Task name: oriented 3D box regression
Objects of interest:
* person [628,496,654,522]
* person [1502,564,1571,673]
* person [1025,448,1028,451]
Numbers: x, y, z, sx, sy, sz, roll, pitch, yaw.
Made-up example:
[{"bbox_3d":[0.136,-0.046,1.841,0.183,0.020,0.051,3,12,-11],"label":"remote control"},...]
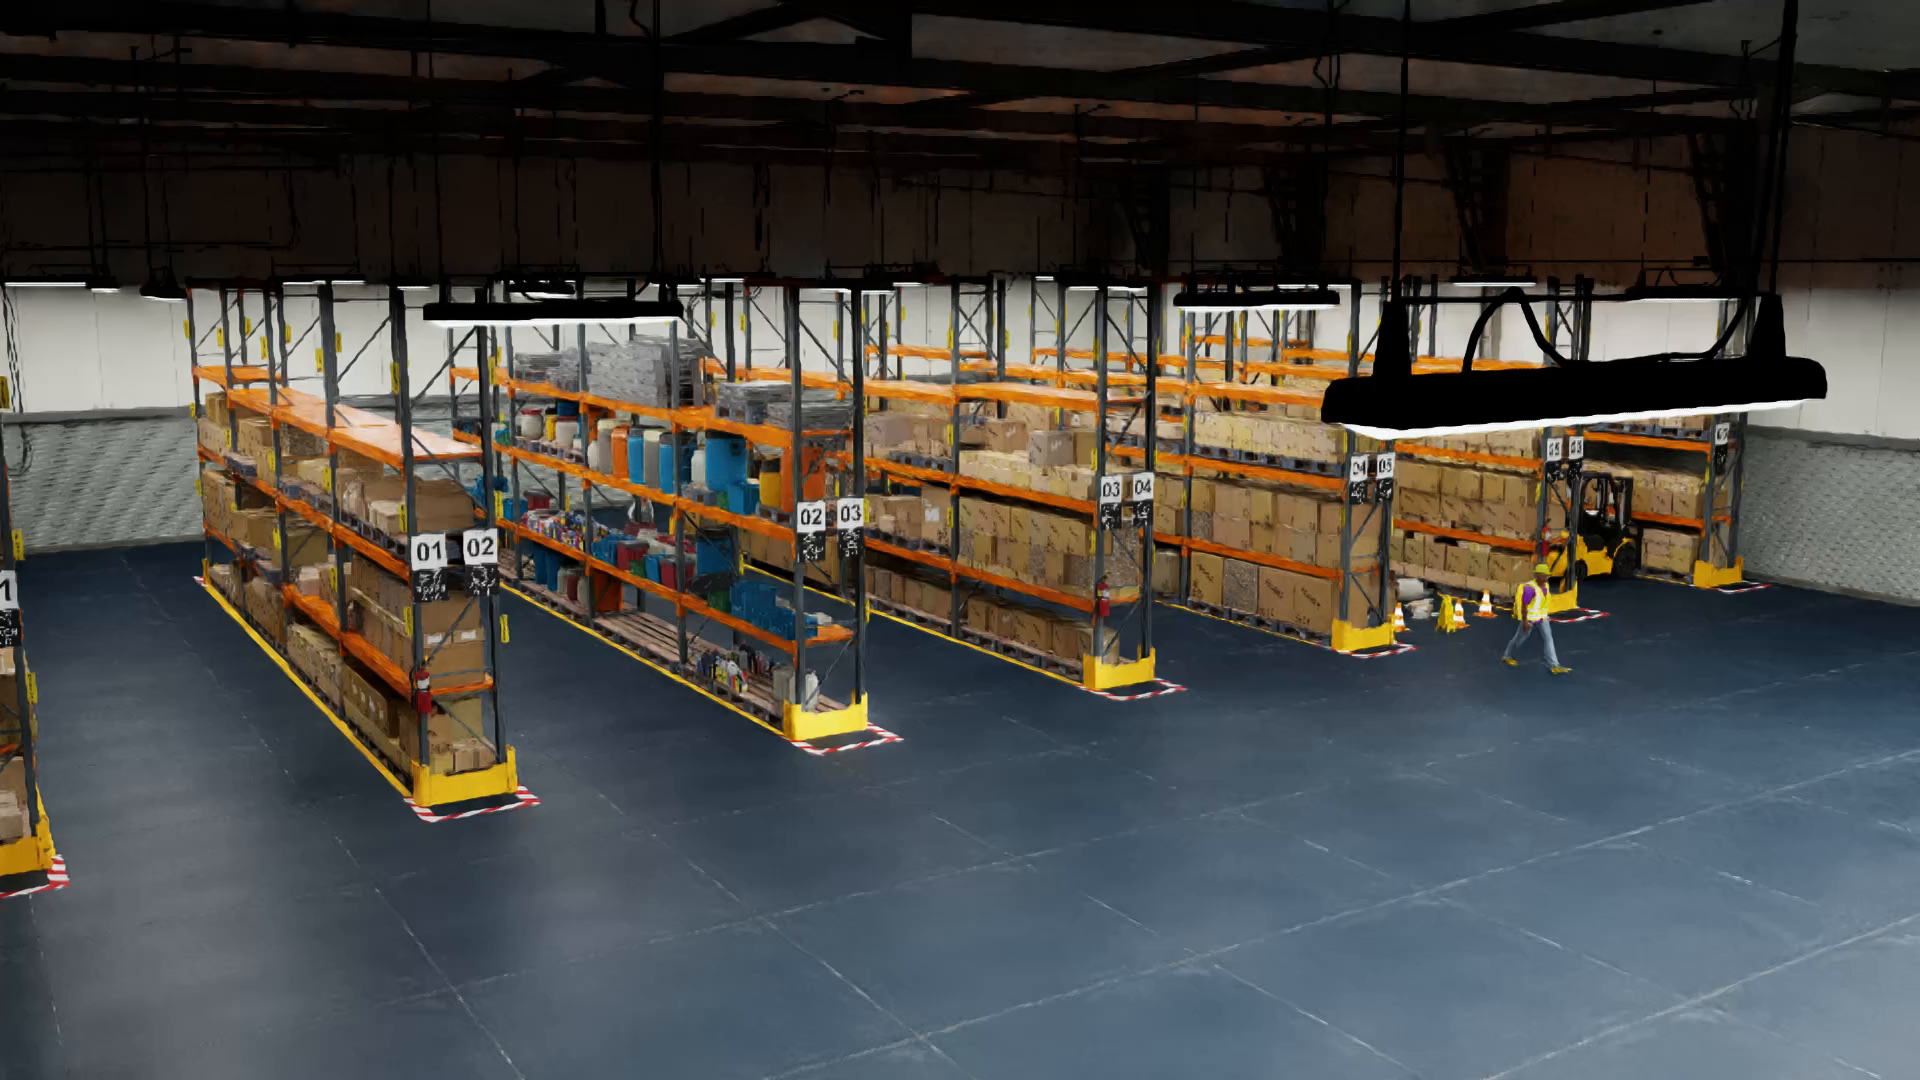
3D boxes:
[{"bbox_3d":[-6.791,-0.342,35.447,0.566,1.541,0.519,-6,12,-34],"label":"person"},{"bbox_3d":[8.925,1.194,25.768,0.577,1.691,1.121,-5,11,-29],"label":"person"},{"bbox_3d":[1.741,-1.382,40.868,0.467,1.812,0.582,-4,10,-23],"label":"person"}]
